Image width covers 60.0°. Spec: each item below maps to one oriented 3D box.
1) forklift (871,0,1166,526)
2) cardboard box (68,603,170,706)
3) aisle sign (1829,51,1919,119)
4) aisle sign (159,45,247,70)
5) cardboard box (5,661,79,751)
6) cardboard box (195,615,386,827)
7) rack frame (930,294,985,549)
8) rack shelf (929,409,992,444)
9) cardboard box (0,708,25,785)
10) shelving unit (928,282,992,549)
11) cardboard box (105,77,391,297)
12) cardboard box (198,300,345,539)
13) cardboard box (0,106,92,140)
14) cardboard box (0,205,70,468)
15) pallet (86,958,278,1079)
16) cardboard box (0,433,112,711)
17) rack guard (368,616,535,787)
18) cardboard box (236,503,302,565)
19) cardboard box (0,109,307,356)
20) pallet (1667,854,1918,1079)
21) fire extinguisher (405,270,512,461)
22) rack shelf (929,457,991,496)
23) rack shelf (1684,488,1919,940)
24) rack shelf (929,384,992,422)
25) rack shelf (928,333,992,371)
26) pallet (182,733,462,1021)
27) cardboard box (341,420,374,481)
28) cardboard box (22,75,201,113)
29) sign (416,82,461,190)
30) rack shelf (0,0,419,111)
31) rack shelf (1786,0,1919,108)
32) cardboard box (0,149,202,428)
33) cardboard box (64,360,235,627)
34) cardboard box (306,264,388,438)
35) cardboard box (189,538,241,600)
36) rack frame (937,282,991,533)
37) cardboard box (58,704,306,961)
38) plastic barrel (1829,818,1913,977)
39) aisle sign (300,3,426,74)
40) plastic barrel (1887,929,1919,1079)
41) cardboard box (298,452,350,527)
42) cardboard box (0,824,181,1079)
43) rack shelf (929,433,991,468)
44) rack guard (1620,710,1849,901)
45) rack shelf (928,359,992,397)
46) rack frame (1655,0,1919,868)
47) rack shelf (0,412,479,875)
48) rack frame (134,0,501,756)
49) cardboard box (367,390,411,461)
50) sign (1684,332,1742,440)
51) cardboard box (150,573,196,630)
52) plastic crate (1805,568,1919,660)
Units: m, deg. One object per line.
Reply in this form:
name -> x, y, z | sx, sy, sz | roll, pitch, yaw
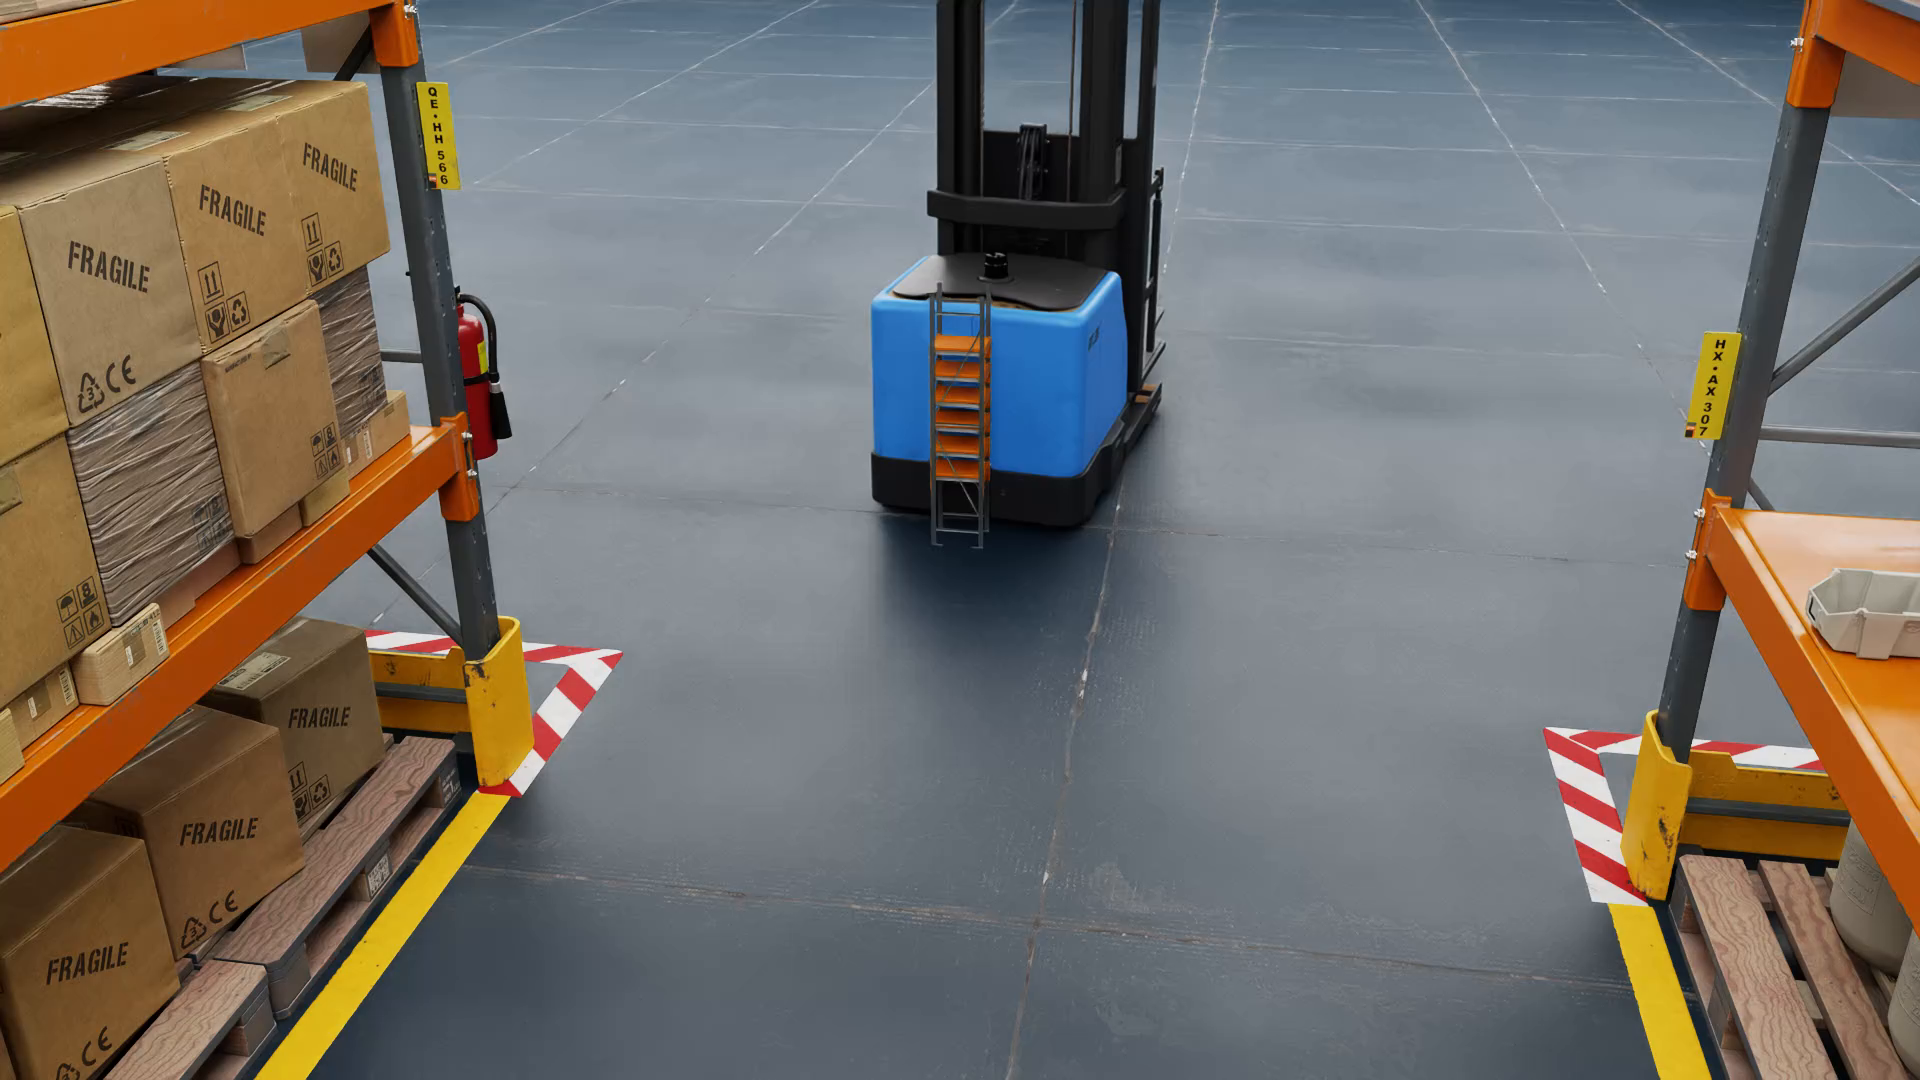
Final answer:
forklift -> 0.493, -1.994, 8.552 | 1.130, 2.935, 3.031 | 7, 26, 15
cardboard box -> -2.138, 0.256, 3.960 | 0.380, 0.149, 0.250 | 4, 25, 9
aisle sign -> 2.456, -1.510, 4.371 | 0.394, 0.787, 0.004 | 4, 25, 9
aisle sign -> -2.439, -1.850, 5.097 | 0.394, 0.787, 0.004 | 4, 25, 9
cardboard box -> -2.247, 0.356, 3.747 | 0.380, 0.149, 0.250 | 4, 25, 9
cardboard box -> -2.272, 0.577, 5.433 | 0.500, 0.500, 0.500 | 9, 27, 18
rack frame -> -0.013, -0.511, 7.427 | 0.240, 1.200, 0.006 | 4, 25, 9
rack shelf -> 0.002, -0.509, 7.527 | 0.258, 0.103, 0.180 | 4, 25, 9
cardboard box -> -2.243, 0.464, 3.517 | 0.380, 0.149, 0.250 | 4, 25, 9
shelving unit -> 0.002, -0.549, 7.509 | 0.258, 1.200, 0.189 | 4, 25, 9
cardboard box -> -1.999, -1.011, 4.724 | 0.500, 0.500, 0.500 | 4, 25, 9
cardboard box -> -2.234, -0.360, 4.512 | 0.875, 0.500, 0.500 | 4, 25, 9
cardboard box -> -2.601, -0.838, 4.355 | 0.500, 0.500, 0.500 | 4, 25, 9
cardboard box -> -2.250, -0.384, 3.384 | 0.500, 0.500, 0.500 | 4, 25, 9
pallet -> -2.535, 1.515, 4.264 | 1.003, 0.211, 1.213 | 4, 25, 9
cardboard box -> -2.451, 0.055, 3.626 | 0.875, 0.500, 0.500 | 4, 25, 9
rack guard -> -2.166, 0.538, 6.010 | 1.175, 0.500, 0.348 | 4, 25, 9
cardboard box -> -2.084, -0.062, 4.641 | 0.380, 0.149, 0.250 | 4, 25, 9
cardboard box -> -2.075, -0.802, 4.276 | 0.500, 0.500, 0.500 | 4, 25, 9
pallet -> 2.629, 1.355, 4.606 | 1.003, 0.211, 1.213 | 4, 25, 9
fire extinguisher -> -1.680, -0.606, 5.598 | 0.296, 0.674, 0.183 | 4, 25, 9
rack shelf -> 0.002, -0.292, 7.629 | 0.258, 0.103, 0.180 | 4, 25, 9
rack shelf -> 2.406, 0.880, 3.180 | 1.077, 0.370, 4.000 | 4, 25, 9
rack shelf -> 0.002, -0.618, 7.477 | 0.258, 0.103, 0.180 | 4, 25, 9
rack shelf -> 0.002, -0.835, 7.375 | 0.258, 0.103, 0.180 | 4, 25, 9
pallet -> -2.333, 1.007, 5.350 | 1.003, 0.211, 1.213 | 4, 25, 9
cardboard box -> -2.038, -0.274, 5.093 | 0.380, 0.149, 0.250 | 4, 25, 9
cardboard box -> -2.512, -1.047, 4.801 | 0.500, 0.500, 0.500 | 4, 25, 9
sign -> -1.609, -1.246, 5.135 | 0.100, 0.325, 0.005 | 4, 25, 9
rack shelf -> -2.480, -0.822, 3.277 | 1.077, 0.370, 4.000 | 4, 25, 9
rack shelf -> 2.406, -0.479, 2.544 | 1.077, 0.370, 4.000 | 4, 25, 9
cardboard box -> -2.160, -0.593, 3.830 | 0.500, 0.500, 0.500 | 4, 25, 9
cardboard box -> -2.358, -0.154, 4.071 | 0.875, 0.500, 0.500 | 4, 25, 9
cardboard box -> -2.270, -0.577, 4.976 | 0.875, 0.500, 0.500 | 4, 25, 9
cardboard box -> -2.166, 0.040, 4.423 | 0.380, 0.149, 0.250 | 4, 25, 9
rack frame -> 0.017, -0.588, 7.590 | 0.240, 1.200, 0.006 | 4, 25, 9
cardboard box -> -2.336, 0.829, 4.894 | 0.500, 0.500, 0.500 | 11, 27, 22
plastic barrel -> 2.701, 0.935, 4.654 | 0.421, 0.512, 0.421 | 0, 25, 0
aisle sign -> -1.847, -1.808, 5.008 | 0.394, 0.787, 0.004 | 4, 25, 9
plastic barrel -> 2.619, 1.144, 4.206 | 0.421, 0.512, 0.421 | 0, 25, 0
cardboard box -> -2.028, -0.165, 4.862 | 0.380, 0.149, 0.250 | 4, 25, 9
cardboard box -> -2.457, 1.089, 4.338 | 0.500, 0.500, 0.500 | 6, 26, 13
rack shelf -> 0.002, -0.401, 7.578 | 0.258, 0.103, 0.180 | 4, 25, 9
rack guard -> 2.767, 0.885, 5.270 | 1.175, 0.500, 0.348 | 4, 25, 9
rack shelf -> 0.002, -0.727, 7.426 | 0.258, 0.103, 0.180 | 4, 25, 9
rack frame -> 2.733, -0.282, 4.815 | 1.000, 3.000, 0.127 | 4, 25, 9
rack shelf -> -2.480, 0.537, 3.913 | 1.077, 0.370, 4.000 | 4, 25, 9
rack frame -> -2.153, -0.625, 5.548 | 1.000, 3.000, 0.127 | 4, 25, 9
cardboard box -> -1.996, -0.378, 5.316 | 0.380, 0.149, 0.250 | 4, 25, 9
sign -> 2.191, -0.448, 4.841 | 0.100, 0.325, 0.005 | 4, 25, 9
cardboard box -> -2.184, 0.146, 4.197 | 0.380, 0.149, 0.250 | 4, 25, 9
plastic crate -> 2.269, 0.189, 4.119 | 0.298, 0.136, 0.250 | 4, 25, 9
